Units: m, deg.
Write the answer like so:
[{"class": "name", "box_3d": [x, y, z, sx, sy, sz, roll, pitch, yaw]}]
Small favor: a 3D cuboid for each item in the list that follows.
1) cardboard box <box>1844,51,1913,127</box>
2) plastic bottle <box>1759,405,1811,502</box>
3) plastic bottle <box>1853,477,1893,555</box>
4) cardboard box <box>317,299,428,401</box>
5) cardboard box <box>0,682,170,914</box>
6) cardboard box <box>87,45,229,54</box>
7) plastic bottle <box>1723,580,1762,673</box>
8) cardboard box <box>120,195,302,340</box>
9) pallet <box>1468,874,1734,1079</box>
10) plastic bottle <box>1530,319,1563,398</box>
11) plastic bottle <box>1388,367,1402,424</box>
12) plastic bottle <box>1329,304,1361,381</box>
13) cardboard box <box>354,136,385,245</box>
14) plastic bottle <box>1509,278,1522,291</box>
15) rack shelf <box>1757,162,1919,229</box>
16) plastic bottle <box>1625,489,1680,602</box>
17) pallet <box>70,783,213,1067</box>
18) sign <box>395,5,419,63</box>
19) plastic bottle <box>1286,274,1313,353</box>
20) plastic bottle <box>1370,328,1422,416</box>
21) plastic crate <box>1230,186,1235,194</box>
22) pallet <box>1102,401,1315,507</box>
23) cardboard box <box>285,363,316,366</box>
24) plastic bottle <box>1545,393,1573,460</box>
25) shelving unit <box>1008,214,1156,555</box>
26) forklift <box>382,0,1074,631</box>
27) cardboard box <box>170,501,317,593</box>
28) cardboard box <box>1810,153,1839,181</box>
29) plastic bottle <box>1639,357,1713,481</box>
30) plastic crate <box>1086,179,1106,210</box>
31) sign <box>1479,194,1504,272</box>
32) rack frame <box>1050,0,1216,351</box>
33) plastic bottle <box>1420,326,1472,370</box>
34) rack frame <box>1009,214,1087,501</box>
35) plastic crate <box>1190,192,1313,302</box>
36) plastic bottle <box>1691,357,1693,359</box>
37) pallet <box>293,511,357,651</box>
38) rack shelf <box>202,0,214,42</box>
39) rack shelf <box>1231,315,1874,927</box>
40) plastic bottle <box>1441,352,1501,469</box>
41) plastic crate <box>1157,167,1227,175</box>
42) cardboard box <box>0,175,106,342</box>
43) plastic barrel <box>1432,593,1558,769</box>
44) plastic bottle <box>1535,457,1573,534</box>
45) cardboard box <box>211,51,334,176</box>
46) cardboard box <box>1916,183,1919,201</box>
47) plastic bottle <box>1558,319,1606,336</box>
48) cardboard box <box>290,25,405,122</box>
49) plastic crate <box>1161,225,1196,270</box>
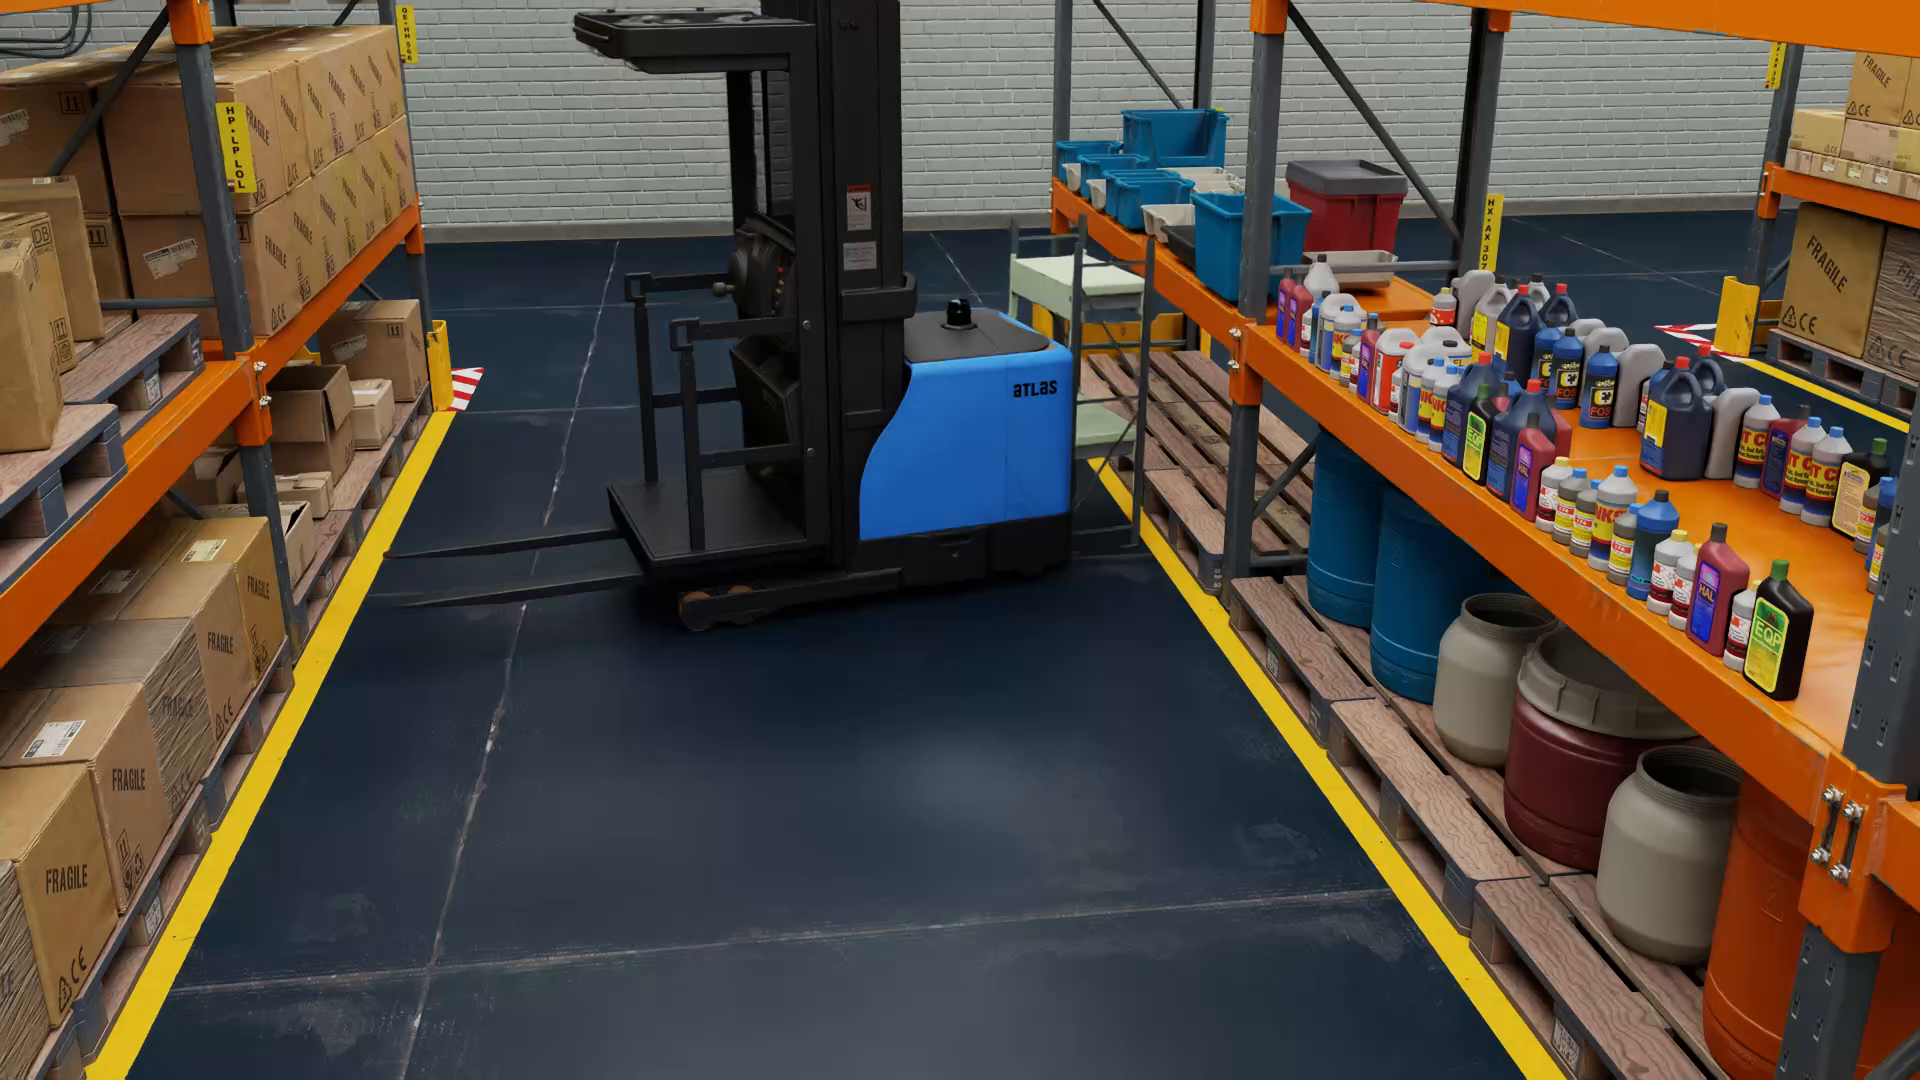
[{"class": "cardboard box", "box_3d": [5.870, -2.832, 10.229, 0.500, 0.500, 0.500, -3, 21, -9]}, {"class": "plastic bottle", "box_3d": [2.384, -0.259, 4.789, 0.061, 0.283, 0.133, -3, 21, -8]}, {"class": "plastic bottle", "box_3d": [2.430, -0.066, 4.389, 0.097, 0.201, 0.097, 0, 20, 0]}, {"class": "cardboard box", "box_3d": [-3.485, -1.125, 9.886, 0.500, 0.500, 0.500, -3, 21, -8]}, {"class": "cardboard box", "box_3d": [-2.666, 0.761, 4.835, 0.500, 0.500, 0.500, -4, 21, -10]}, {"class": "cardboard box", "box_3d": [-3.780, -2.085, 7.938, 0.500, 0.500, 0.500, -3, 21, -8]}, {"class": "plastic bottle", "box_3d": [1.769, 0.189, 3.708, 0.097, 0.201, 0.097, 0, 20, 0]}, {"class": "cardboard box", "box_3d": [-3.035, -1.118, 6.780, 0.500, 0.500, 0.500, -2, 21, -6]}, {"class": "pallet", "box_3d": [2.093, 1.291, 4.459, 1.003, 0.211, 1.213, -3, 21, -8]}, {"class": "plastic bottle", "box_3d": [2.052, -0.636, 5.815, 0.097, 0.271, 0.097, 0, 20, 0]}, {"class": "plastic bottle", "box_3d": [1.484, -0.495, 5.539, 0.097, 0.201, 0.097, 0, 20, 0]}, {"class": "plastic bottle", "box_3d": [1.403, -0.722, 6.046, 0.097, 0.271, 0.097, 0, 20, 0]}, {"class": "cardboard box", "box_3d": [-3.329, -1.819, 8.657, 0.500, 0.500, 0.500, -3, 21, -7]}, {"class": "plastic bottle", "box_3d": [2.126, -0.877, 6.444, 0.061, 0.283, 0.133, -3, 21, -8]}, {"class": "rack shelf", "box_3d": [6.284, -1.735, 9.603, 1.077, 0.370, 4.000, -3, 21, -8]}, {"class": "plastic bottle", "box_3d": [1.707, 0.009, 4.090, 0.097, 0.271, 0.097, 0, 20, 0]}, {"class": "pallet", "box_3d": [-2.897, 1.128, 4.894, 1.003, 0.211, 1.213, -3, 21, -8]}, {"class": "sign", "box_3d": [-3.256, -2.978, 9.795, 0.100, 0.325, 0.005, -3, 21, -8]}, {"class": "plastic bottle", "box_3d": [1.321, -0.880, 6.453, 0.061, 0.283, 0.133, -3, 21, -8]}, {"class": "plastic bottle", "box_3d": [1.494, -0.572, 5.637, 0.152, 0.276, 0.135, -3, 21, -8]}, {"class": "plastic crate", "box_3d": [1.644, -1.766, 8.812, 0.416, 0.233, 0.300, -3, 21, -8]}, {"class": "pallet", "box_3d": [1.348, -0.499, 9.252, 1.003, 0.211, 1.213, -3, 21, -8]}, {"class": "cardboard box", "box_3d": [-3.938, -0.809, 9.395, 0.500, 0.250, 0.500, -3, 21, -8]}, {"class": "plastic bottle", "box_3d": [1.719, -0.276, 4.834, 0.061, 0.283, 0.133, -3, 21, -8]}, {"class": "shelving unit", "box_3d": [0.562, -0.774, 8.136, 0.431, 1.500, 0.755, -7, 22, -20]}, {"class": "forklift", "box_3d": [-1.046, -1.189, 7.210, 3.031, 2.935, 1.130, -8, 22, -20]}, {"class": "cardboard box", "box_3d": [-3.077, 0.016, 7.100, 0.500, 0.311, 0.500, -3, 21, -8]}, {"class": "cardboard box", "box_3d": [5.759, -2.419, 10.764, 0.380, 0.149, 0.250, -3, 21, -9]}, {"class": "plastic bottle", "box_3d": [2.155, -0.369, 4.988, 0.144, 0.351, 0.185, -3, 21, -8]}, {"class": "plastic crate", "box_3d": [0.866, -1.967, 9.487, 0.250, 0.136, 0.298, -3, 21, -8]}, {"class": "sign", "box_3d": [2.216, -1.287, 6.978, 0.100, 0.325, 0.005, -3, 21, -8]}, {"class": "rack frame", "box_3d": [1.095, -2.515, 10.662, 1.000, 3.000, 0.127, -3, 21, -8]}, {"class": "plastic bottle", "box_3d": [1.645, -0.579, 5.657, 0.152, 0.276, 0.135, -3, 21, -8]}, {"class": "rack frame", "box_3d": [0.429, -0.894, 8.455, 0.400, 1.500, 0.023, -7, 22, -20]}, {"class": "plastic crate", "box_3d": [1.266, -1.295, 7.333, 0.392, 0.384, 0.575, -3, 21, -8]}, {"class": "plastic bottle", "box_3d": [2.305, -0.449, 5.299, 0.061, 0.283, 0.133, -3, 21, -8]}, {"class": "pallet", "box_3d": [-3.329, 0.187, 7.413, 1.003, 0.211, 1.213, -3, 21, -8]}, {"class": "rack shelf", "box_3d": [-3.519, -2.642, 7.744, 1.077, 0.370, 4.000, -3, 21, -8]}, {"class": "rack shelf", "box_3d": [1.959, -0.100, 5.226, 1.077, 0.370, 4.000, -3, 21, -8]}, {"class": "plastic bottle", "box_3d": [1.575, -0.403, 5.080, 0.144, 0.351, 0.185, -3, 21, -8]}, {"class": "plastic crate", "box_3d": [1.391, -2.146, 9.966, 0.396, 0.136, 0.243, -3, 21, -8]}, {"class": "cardboard box", "box_3d": [-3.384, -0.950, 5.728, 0.700, 0.500, 0.500, -10, 23, -26]}, {"class": "plastic barrel", "box_3d": [1.828, 0.473, 5.617, 0.421, 0.512, 0.421, 0, 20, 0]}, {"class": "plastic bottle", "box_3d": [1.637, -0.127, 4.553, 0.097, 0.201, 0.097, 0, 20, 0]}, {"class": "cardboard box", "box_3d": [-3.169, -1.930, 7.526, 0.500, 0.500, 0.500, -4, 21, -9]}, {"class": "cardboard box", "box_3d": [5.908, -2.062, 9.810, 0.380, 0.149, 0.250, -3, 21, -8]}, {"class": "plastic bottle", "box_3d": [2.173, -0.650, 5.848, 0.152, 0.276, 0.135, -3, 21, -8]}, {"class": "cardboard box", "box_3d": [-3.471, -2.641, 9.429, 0.500, 0.500, 0.500, -3, 21, -8]}, {"class": "plastic crate", "box_3d": [1.244, -1.403, 7.993, 0.437, 0.125, 0.590, -3, 21, -8]}]
